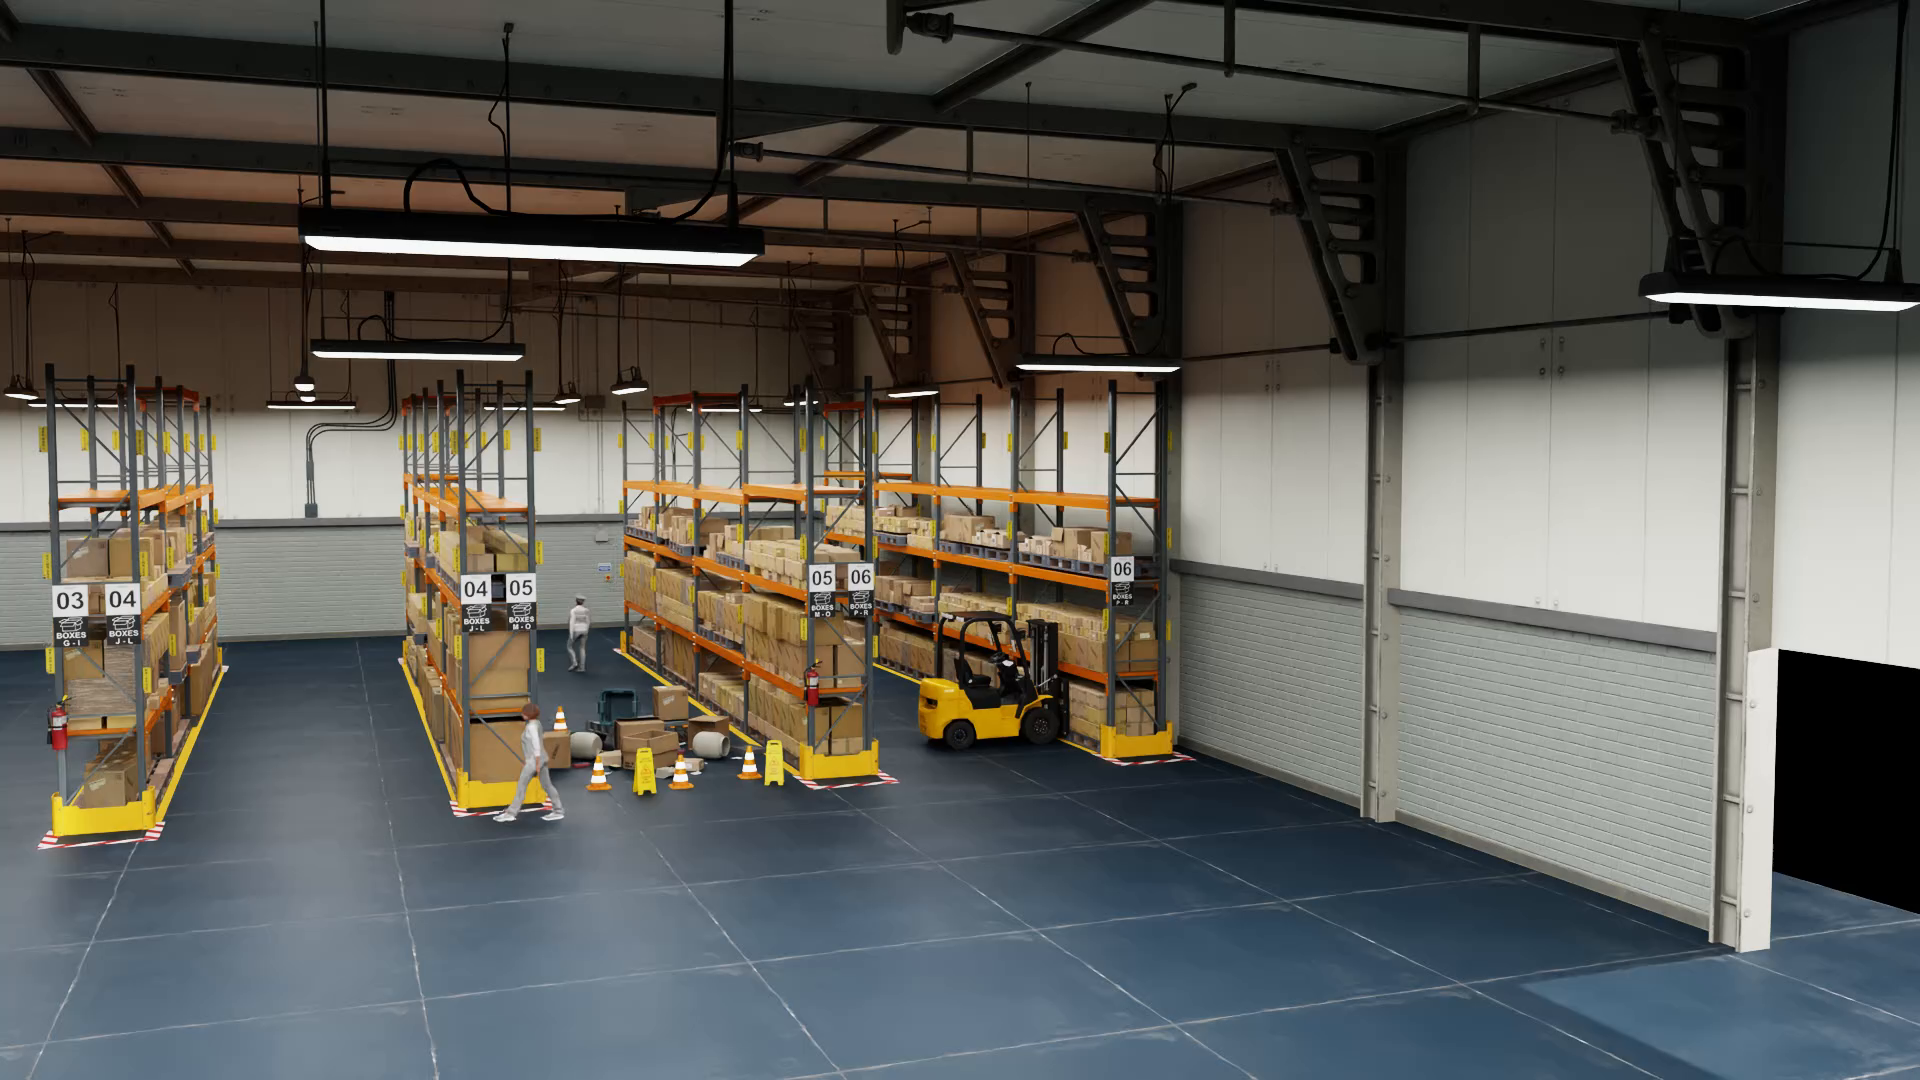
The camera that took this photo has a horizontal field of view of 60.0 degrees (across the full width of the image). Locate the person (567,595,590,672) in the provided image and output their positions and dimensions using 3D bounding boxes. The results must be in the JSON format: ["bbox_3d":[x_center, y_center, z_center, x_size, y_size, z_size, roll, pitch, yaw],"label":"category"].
[{"bbox_3d":[-8.321,2.031,36.307,0.504,1.674,0.425,-2,4,-36],"label":"person"}]

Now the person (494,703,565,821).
[{"bbox_3d":[-5.655,2.921,21.888,0.879,1.551,0.448,0,3,3],"label":"person"}]

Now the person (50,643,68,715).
[{"bbox_3d":[-16.433,2.365,30.657,0.623,1.708,0.708,-2,4,-25],"label":"person"}]
